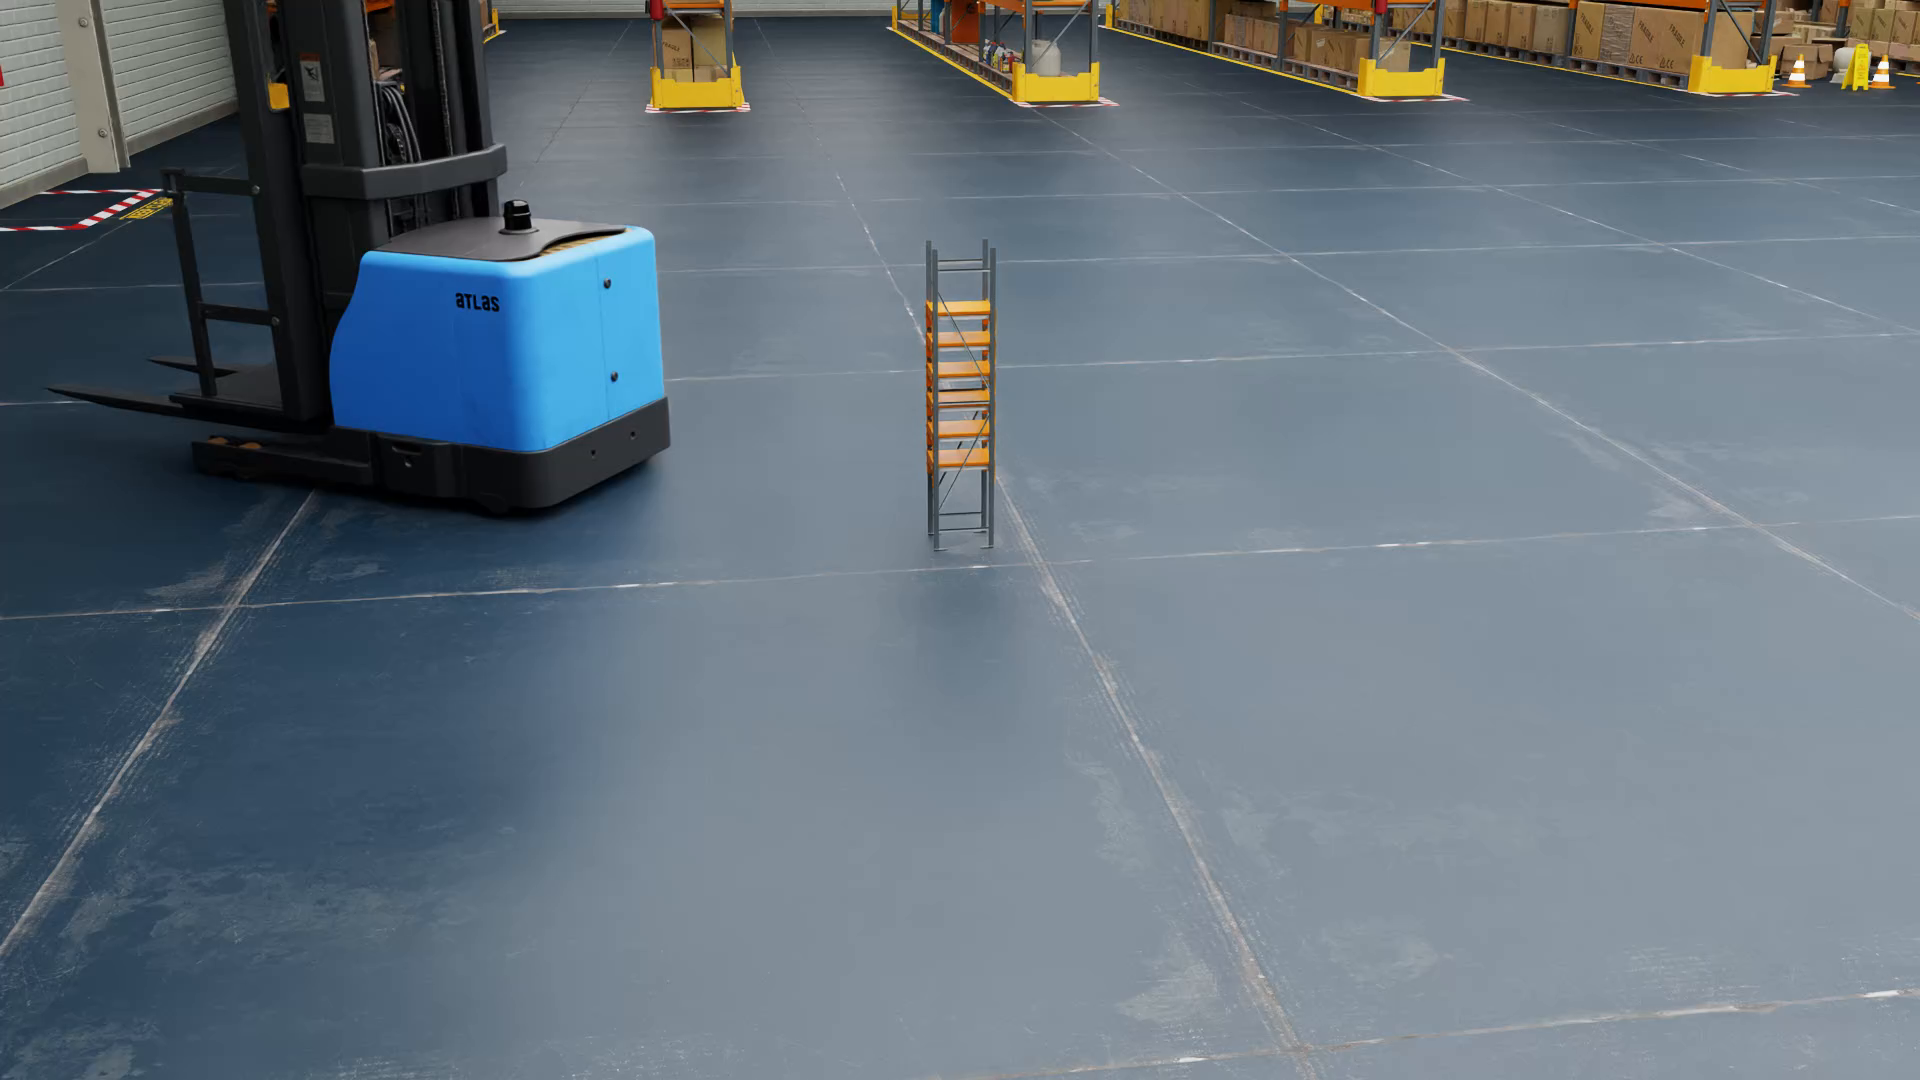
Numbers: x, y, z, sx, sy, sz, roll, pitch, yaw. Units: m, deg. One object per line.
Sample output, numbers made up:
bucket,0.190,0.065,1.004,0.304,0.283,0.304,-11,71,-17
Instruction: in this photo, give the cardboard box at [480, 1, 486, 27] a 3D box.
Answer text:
cardboard box,-10.459,-11.140,35.228,0.700,0.500,0.500,-3,21,-8

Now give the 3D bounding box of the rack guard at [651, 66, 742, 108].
rack guard,-3.520,-6.057,22.219,1.175,0.500,0.348,-3,21,-8

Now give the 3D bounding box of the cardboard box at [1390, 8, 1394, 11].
cardboard box,9.164,-11.355,35.454,0.380,0.149,0.250,-2,21,-6

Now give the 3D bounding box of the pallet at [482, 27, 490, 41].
pallet,-10.366,-10.524,34.592,1.003,0.211,1.213,-3,21,-8

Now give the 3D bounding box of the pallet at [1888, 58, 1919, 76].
pallet,15.820,-7.659,26.921,1.003,0.211,1.213,-3,21,-8

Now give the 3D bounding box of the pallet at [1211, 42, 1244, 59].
pallet,5.238,-8.928,30.317,1.003,0.211,1.213,-3,21,-8

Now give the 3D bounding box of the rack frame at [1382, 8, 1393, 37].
rack frame,9.473,-12.105,34.838,1.000,3.000,0.127,-3,21,-8

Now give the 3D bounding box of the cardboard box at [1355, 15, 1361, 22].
cardboard box,8.959,-11.536,36.791,0.380,0.149,0.250,-3,21,-7

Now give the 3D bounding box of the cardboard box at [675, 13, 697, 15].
cardboard box,-5.056,-9.724,30.336,0.500,0.250,0.500,-2,21,-6

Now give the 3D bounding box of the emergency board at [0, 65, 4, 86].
emergency board,-8.198,-4.250,13.809,0.192,1.158,0.636,-3,21,-8

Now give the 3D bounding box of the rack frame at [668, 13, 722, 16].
rack frame,-4.677,-10.006,29.220,1.000,3.000,0.127,-3,21,-8

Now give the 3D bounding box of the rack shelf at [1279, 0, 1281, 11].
rack shelf,5.415,-9.475,28.826,1.077,0.370,4.000,-3,21,-8

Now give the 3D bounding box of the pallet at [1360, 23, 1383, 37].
pallet,9.341,-11.029,35.944,1.003,0.211,1.213,-3,21,-8

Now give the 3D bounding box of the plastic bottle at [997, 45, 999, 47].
plastic bottle,0.593,-7.566,25.940,0.061,0.283,0.133,-3,21,-8

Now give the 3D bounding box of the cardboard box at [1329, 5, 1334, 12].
cardboard box,8.701,-12.198,38.138,0.380,0.149,0.250,-3,21,-8

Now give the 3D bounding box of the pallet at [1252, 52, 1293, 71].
pallet,5.589,-8.083,28.055,1.003,0.211,1.213,-3,21,-8

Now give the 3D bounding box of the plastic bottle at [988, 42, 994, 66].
plastic bottle,0.508,-7.535,25.759,0.144,0.351,0.185,-2,21,-6

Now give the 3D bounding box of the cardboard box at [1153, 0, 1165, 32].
cardboard box,4.662,-10.870,33.970,1.225,0.875,0.875,-3,21,-8

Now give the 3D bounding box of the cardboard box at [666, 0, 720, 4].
cardboard box,-3.578,-7.445,22.221,0.700,0.500,0.500,-3,21,-8

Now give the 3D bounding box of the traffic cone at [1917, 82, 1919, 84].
traffic cone,14.748,-7.130,25.144,0.336,0.463,0.334,-3,21,-8

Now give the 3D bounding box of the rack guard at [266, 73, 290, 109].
rack guard,-8.436,-5.840,21.639,1.175,0.500,0.348,-3,21,-8

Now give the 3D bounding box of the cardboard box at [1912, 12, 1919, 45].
cardboard box,15.568,-8.114,26.412,0.500,0.500,0.500,-3,21,-9

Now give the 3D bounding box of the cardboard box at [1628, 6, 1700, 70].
cardboard box,10.910,-7.687,25.447,0.875,0.875,0.875,-3,21,-9

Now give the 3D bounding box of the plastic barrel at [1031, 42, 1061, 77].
plastic barrel,1.208,-6.740,23.431,0.421,0.512,0.421,0,20,0

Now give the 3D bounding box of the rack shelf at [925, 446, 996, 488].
rack shelf,0.002,-0.291,6.592,0.258,0.103,0.180,-3,21,-8

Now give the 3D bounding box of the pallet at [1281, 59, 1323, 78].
pallet,5.835,-7.582,26.716,1.003,0.211,1.213,-3,21,-8

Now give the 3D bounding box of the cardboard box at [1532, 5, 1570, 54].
cardboard box,10.447,-8.688,28.305,1.050,0.750,0.750,-3,21,-8

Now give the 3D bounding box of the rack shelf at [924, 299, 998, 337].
rack shelf,0.002,-0.853,6.382,0.258,0.103,0.180,-3,21,-8

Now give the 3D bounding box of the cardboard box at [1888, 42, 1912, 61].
cardboard box,15.495,-7.942,27.024,0.500,0.250,0.500,-3,21,-8

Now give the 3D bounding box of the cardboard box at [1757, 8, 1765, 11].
cardboard box,18.747,-12.349,38.465,0.500,0.500,0.500,-3,21,-7

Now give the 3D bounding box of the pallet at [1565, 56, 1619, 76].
pallet,10.658,-7.761,27.194,1.003,0.211,1.213,-3,21,-8

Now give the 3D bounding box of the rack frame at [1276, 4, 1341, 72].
rack frame,5.703,-9.120,26.846,1.000,3.000,0.127,-3,21,-8

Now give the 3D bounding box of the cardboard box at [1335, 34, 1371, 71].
cardboard box,6.015,-7.400,25.215,0.500,0.500,0.500,-1,21,-3

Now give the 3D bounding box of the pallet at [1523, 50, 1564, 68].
pallet,10.440,-8.292,28.615,1.003,0.211,1.213,-3,21,-8

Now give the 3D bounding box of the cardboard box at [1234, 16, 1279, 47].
cardboard box,5.335,-9.117,29.783,0.700,0.500,0.500,-5,21,-12

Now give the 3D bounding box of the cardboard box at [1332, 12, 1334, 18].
cardboard box,8.773,-12.067,38.211,0.380,0.149,0.250,-3,21,-8

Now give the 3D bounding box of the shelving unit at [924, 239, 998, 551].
shelving unit,0.002,-0.557,6.493,0.258,1.200,0.189,-3,21,-8

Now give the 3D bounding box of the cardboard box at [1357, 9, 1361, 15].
cardboard box,8.991,-11.656,36.686,0.380,0.149,0.250,-4,21,-10

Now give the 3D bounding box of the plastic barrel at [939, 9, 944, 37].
plastic barrel,-0.195,-10.036,32.256,0.421,0.512,0.421,0,20,0

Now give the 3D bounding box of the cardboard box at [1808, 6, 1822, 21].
cardboard box,19.406,-11.819,37.315,0.500,0.311,0.500,-2,21,-6

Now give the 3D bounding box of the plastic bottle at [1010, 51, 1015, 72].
plastic bottle,0.776,-7.126,24.763,0.061,0.283,0.133,-3,21,-8

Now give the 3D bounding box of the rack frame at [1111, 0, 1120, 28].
rack frame,3.973,-13.274,37.970,1.000,3.000,0.127,-3,21,-8

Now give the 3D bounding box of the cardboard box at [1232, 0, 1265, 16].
cardboard box,5.253,-9.660,30.166,0.500,0.250,0.500,-2,21,-6

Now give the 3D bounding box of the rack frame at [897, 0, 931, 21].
rack frame,-0.928,-13.025,37.301,1.000,3.000,0.127,-3,21,-8

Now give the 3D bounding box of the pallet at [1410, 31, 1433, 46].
pallet,9.765,-10.105,33.471,1.003,0.211,1.213,-3,21,-8

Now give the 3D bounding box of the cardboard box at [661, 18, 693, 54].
cardboard box,-4.263,-7.532,24.853,0.500,0.500,0.500,-3,21,-8

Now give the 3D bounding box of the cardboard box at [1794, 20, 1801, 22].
cardboard box,15.119,-9.519,31.070,0.950,0.372,0.625,-3,21,-9

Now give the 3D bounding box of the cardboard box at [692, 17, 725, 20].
cardboard box,-3.757,-7.558,24.923,0.500,0.500,0.500,-3,21,-8

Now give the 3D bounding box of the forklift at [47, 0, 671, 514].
forklift,-2.901,-1.800,7.346,3.031,2.935,1.130,8,22,22

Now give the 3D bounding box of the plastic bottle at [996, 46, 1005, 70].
plastic bottle,0.623,-7.258,25.018,0.144,0.351,0.185,-2,21,-6

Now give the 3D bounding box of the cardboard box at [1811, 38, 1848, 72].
cardboard box,14.318,-8.010,27.444,0.500,0.500,0.500,12,24,29

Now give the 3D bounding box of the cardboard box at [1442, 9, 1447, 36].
cardboard box,9.624,-10.140,32.550,0.500,0.500,0.500,-2,21,-6

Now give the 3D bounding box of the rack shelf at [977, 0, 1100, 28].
rack shelf,1.090,-7.840,24.449,1.077,0.370,4.000,-3,21,-8

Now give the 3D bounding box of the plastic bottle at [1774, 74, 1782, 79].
plastic bottle,12.780,-7.302,26.180,0.133,0.061,0.283,-11,23,-26
